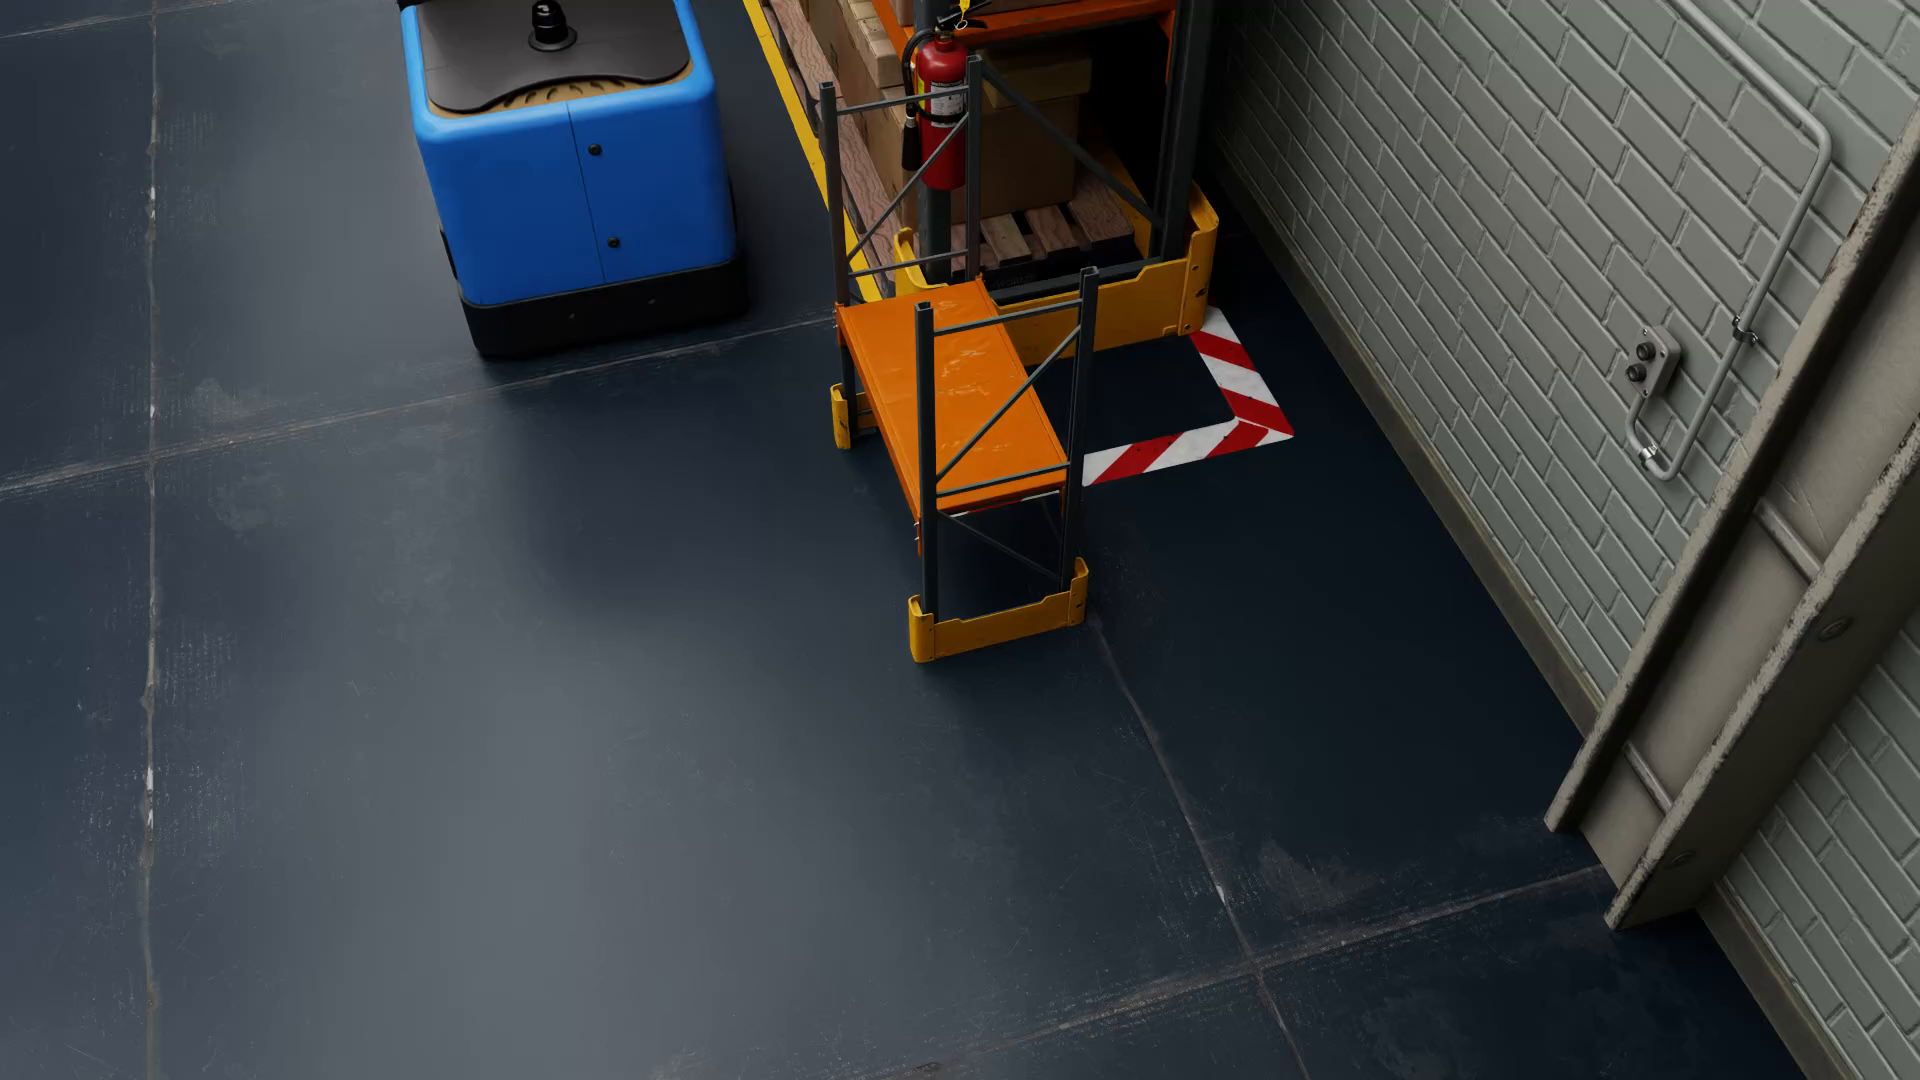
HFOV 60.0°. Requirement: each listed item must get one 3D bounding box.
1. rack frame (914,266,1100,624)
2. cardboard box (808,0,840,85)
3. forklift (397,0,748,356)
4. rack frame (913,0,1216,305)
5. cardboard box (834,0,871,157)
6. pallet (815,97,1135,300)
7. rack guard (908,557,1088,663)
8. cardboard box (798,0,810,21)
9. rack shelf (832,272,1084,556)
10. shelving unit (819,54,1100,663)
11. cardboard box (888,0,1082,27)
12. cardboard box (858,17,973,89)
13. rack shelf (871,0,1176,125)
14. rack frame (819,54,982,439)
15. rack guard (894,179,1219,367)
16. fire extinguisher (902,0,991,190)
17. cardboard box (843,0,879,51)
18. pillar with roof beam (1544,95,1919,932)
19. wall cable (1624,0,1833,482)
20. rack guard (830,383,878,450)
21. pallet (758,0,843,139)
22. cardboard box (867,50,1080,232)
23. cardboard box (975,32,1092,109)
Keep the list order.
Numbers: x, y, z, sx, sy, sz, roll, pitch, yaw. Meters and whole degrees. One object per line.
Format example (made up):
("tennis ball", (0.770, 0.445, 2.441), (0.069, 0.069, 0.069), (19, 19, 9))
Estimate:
("rack frame", (0.125, -0.174, 4.916), (0.500, 1.500, 0.032), (-13, 51, -11))
("cardboard box", (-0.253, -2.343, 7.124), (0.700, 0.500, 0.500), (-15, 51, -12))
("forklift", (-1.719, -2.793, 6.187), (1.130, 2.935, 3.031), (-12, 51, -10))
("rack frame", (0.347, -1.792, 5.299), (1.000, 3.000, 0.127), (-13, 51, -11))
("cardboard box", (-0.104, -1.976, 6.814), (0.700, 0.500, 0.500), (-13, 51, -11))
("pallet", (0.035, -1.460, 6.842), (1.003, 0.211, 1.213), (-13, 51, -11))
("rack guard", (0.125, 0.227, 5.395), (0.587, 0.250, 0.087), (-13, 51, -11))
("cardboard box", (-0.418, -2.731, 7.450), (0.700, 0.500, 0.500), (-12, 51, -10))
("rack shelf", (-0.025, -0.430, 5.367), (0.538, 0.185, 1.000), (-13, 51, -11))
("shelving unit", (-0.023, -0.539, 5.223), (0.587, 1.500, 1.083), (-13, 51, -11))
("cardboard box", (0.186, -2.259, 5.496), (0.980, 0.700, 0.700), (-11, 51, -9))
("cardboard box", (-0.168, -1.872, 6.302), (0.380, 0.149, 0.250), (-14, 51, -11))
("rack shelf", (-0.245, -3.021, 6.805), (1.077, 0.370, 4.000), (-13, 51, -11))
("rack frame", (-0.176, -0.917, 5.542), (0.500, 1.500, 0.032), (-13, 51, -11))
("rack guard", (0.354, -0.969, 6.240), (1.175, 0.500, 0.348), (-13, 51, -11))
("fire extinguisher", (-0.050, -1.432, 5.290), (0.296, 0.674, 0.183), (-13, 51, -11))
("cardboard box", (-0.244, -2.059, 6.460), (0.380, 0.149, 0.250), (-12, 51, -10))
("pillar with roof beam", (-2.141, -0.976, 0.687), (9.100, 9.000, 0.400), (-13, 51, -11))
("wall cable", (1.629, -1.398, 4.302), (0.084, 1.984, 1.851), (-13, 51, -11))
("rack guard", (-0.170, -0.500, 6.008), (0.587, 0.250, 0.087), (-13, 51, -11))
("pallet", (-0.322, -2.349, 7.592), (1.003, 0.211, 1.213), (-13, 51, -11))
("cardboard box", (0.044, -1.610, 6.506), (0.700, 0.500, 0.500), (-13, 51, -11))
("cardboard box", (0.272, -1.773, 6.219), (0.380, 0.149, 0.250), (-13, 51, -11))
